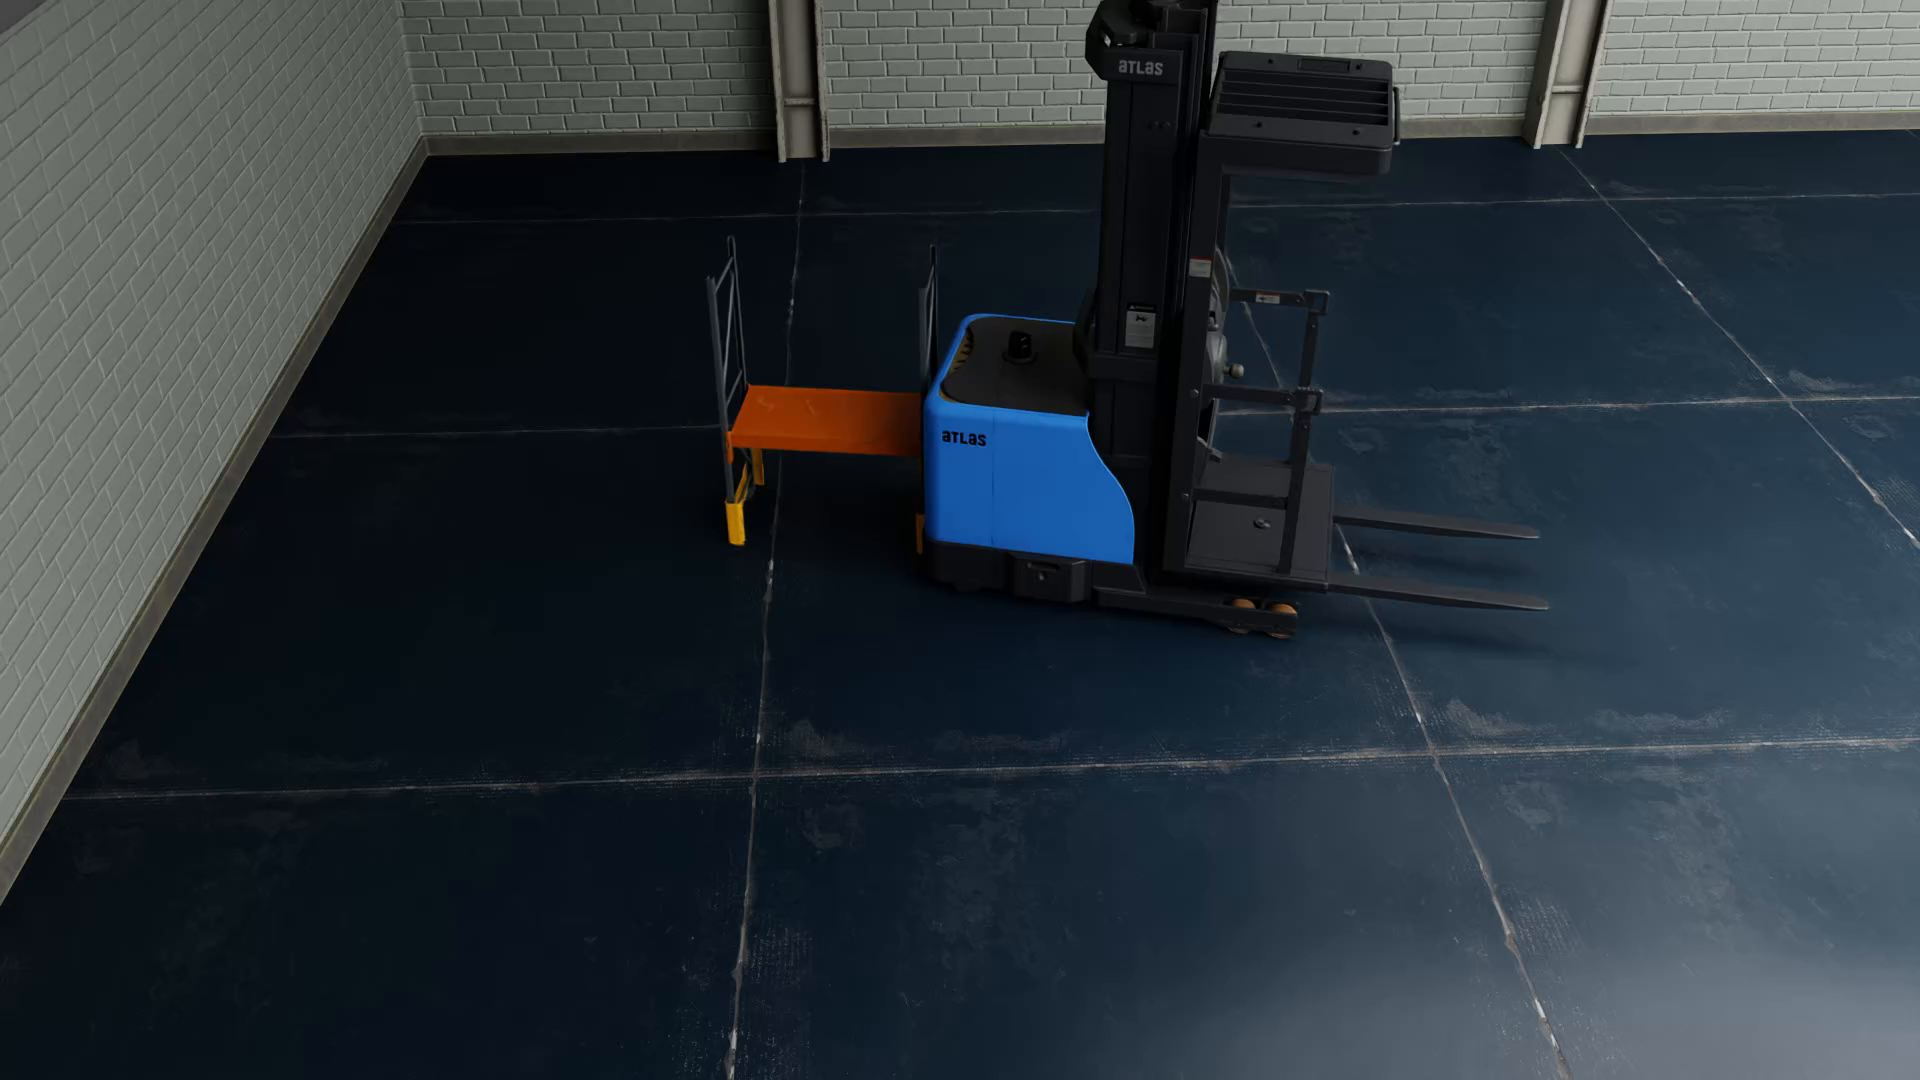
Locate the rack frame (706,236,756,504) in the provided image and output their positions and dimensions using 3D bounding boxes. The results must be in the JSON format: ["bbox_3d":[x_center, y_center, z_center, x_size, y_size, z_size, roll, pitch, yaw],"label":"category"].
[{"bbox_3d":[-1.166,-0.762,8.533,0.032,1.500,0.500,3,35,5],"label":"rack frame"}]

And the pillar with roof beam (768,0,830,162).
[{"bbox_3d":[-1.029,-4.305,7.063,0.400,9.000,9.100,-2,35,-2],"label":"pillar with roof beam"}]

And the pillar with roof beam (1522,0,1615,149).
[{"bbox_3d":[4.965,-4.467,7.296,0.400,9.000,9.100,-2,35,-2],"label":"pillar with roof beam"}]

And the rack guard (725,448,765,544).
[{"bbox_3d":[-1.147,-0.247,8.888,0.087,0.250,0.587,3,35,5],"label":"rack guard"}]

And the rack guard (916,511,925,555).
[{"bbox_3d":[-0.156,-0.191,8.806,0.087,0.250,0.587,3,35,5],"label":"rack guard"}]

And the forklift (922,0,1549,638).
[{"bbox_3d":[1.383,-1.061,7.707,3.031,2.935,1.130,7,35,10],"label":"forklift"}]

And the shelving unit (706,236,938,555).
[{"bbox_3d":[-0.652,-0.733,8.491,1.083,1.500,0.587,3,35,5],"label":"shelving unit"}]

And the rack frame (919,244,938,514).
[{"bbox_3d":[-0.155,-0.705,8.450,0.032,1.500,0.500,3,35,5],"label":"rack frame"}]

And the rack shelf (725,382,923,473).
[{"bbox_3d":[-0.661,-0.586,8.594,1.000,0.185,0.538,3,35,5],"label":"rack shelf"}]
